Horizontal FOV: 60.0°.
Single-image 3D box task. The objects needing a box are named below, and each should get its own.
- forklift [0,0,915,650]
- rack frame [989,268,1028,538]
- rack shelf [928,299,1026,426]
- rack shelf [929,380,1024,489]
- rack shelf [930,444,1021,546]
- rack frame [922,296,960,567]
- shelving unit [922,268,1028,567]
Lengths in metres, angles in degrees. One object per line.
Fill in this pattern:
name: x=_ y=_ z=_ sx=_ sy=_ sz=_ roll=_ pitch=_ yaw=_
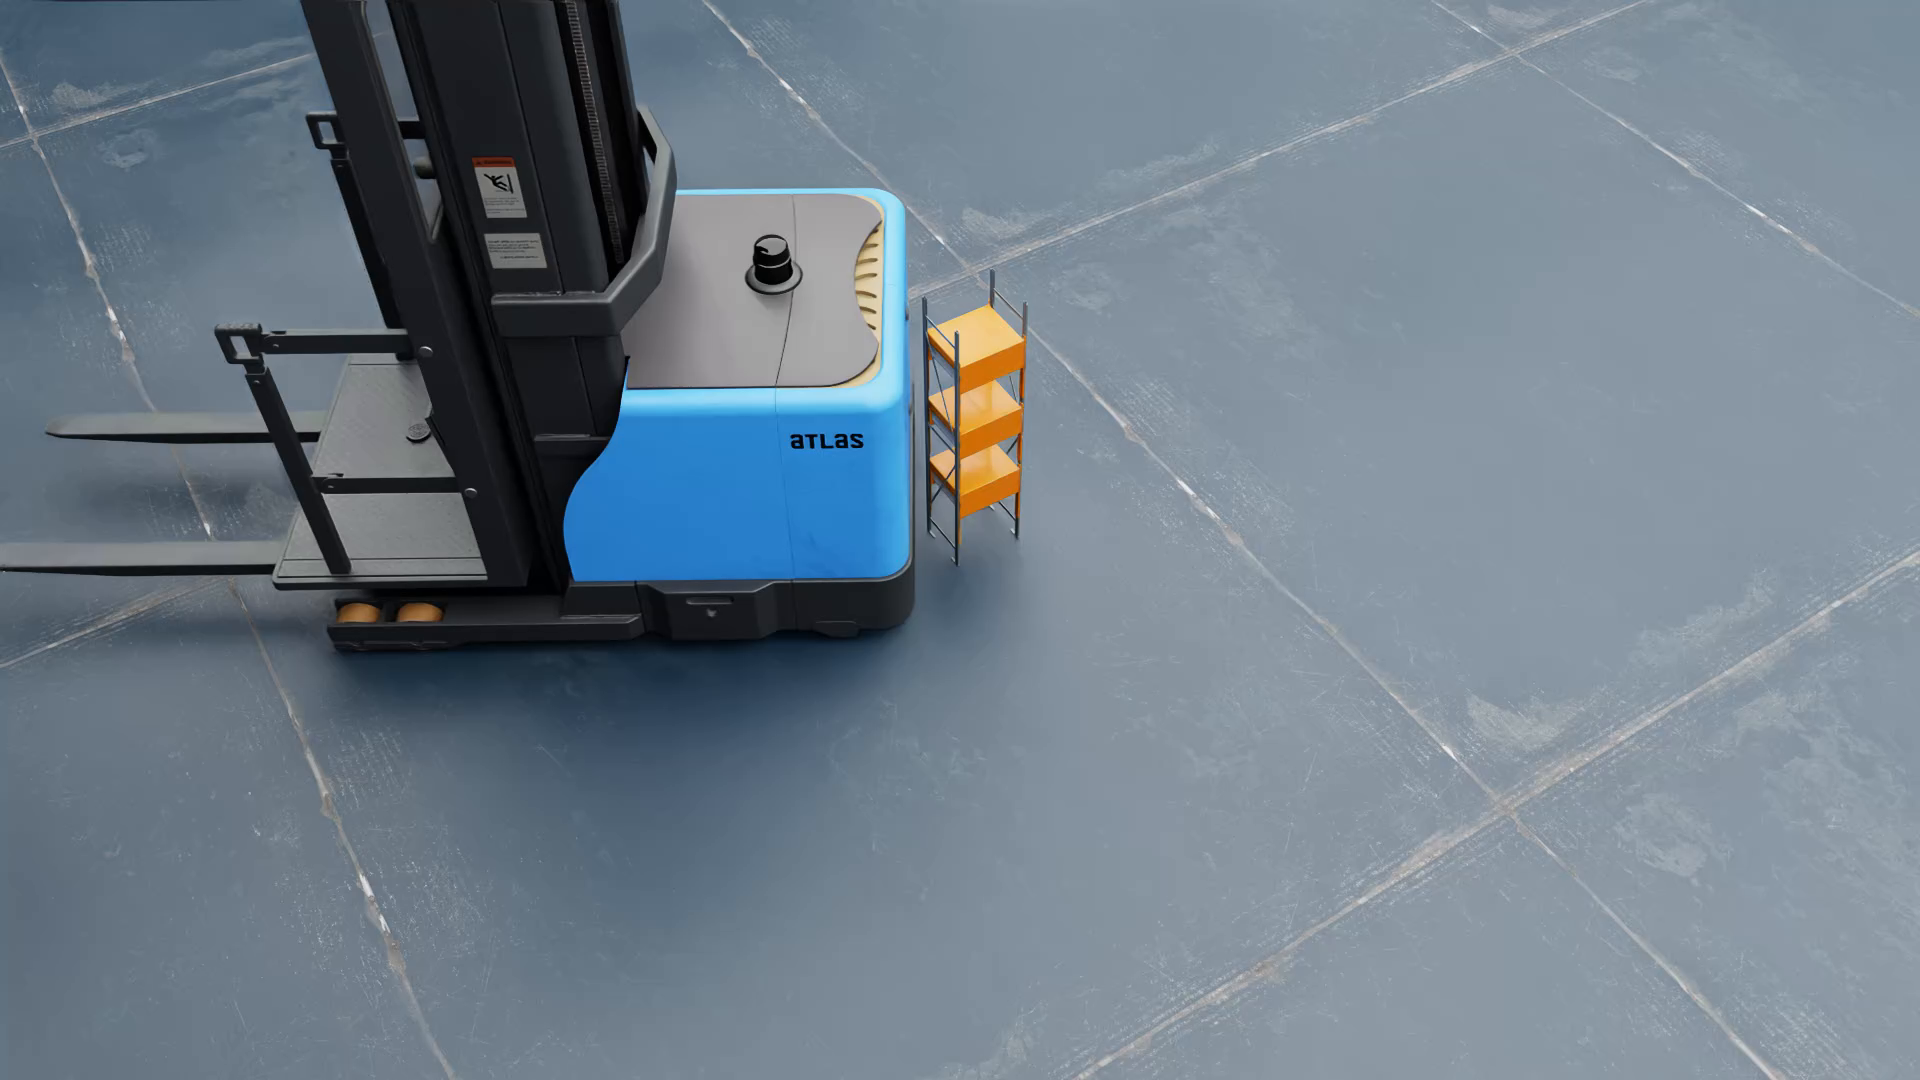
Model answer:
forklift: x=-1.672 y=-1.014 z=4.691 sx=3.031 sy=2.935 sz=1.130 roll=-1 pitch=48 yaw=-1
rack frame: x=0.148 y=-0.419 z=5.420 sx=0.008 sy=1.050 sz=0.200 roll=-25 pitch=53 yaw=-21
rack shelf: x=0.045 y=-0.552 z=5.173 sx=0.240 sy=0.259 sz=0.215 roll=-25 pitch=53 yaw=-21
rack shelf: x=0.045 y=-0.363 z=5.385 sx=0.240 sy=0.259 sz=0.215 roll=-25 pitch=53 yaw=-21
rack shelf: x=0.045 y=-0.179 z=5.592 sx=0.240 sy=0.259 sz=0.215 roll=-25 pitch=53 yaw=-21
rack frame: x=-0.058 y=-0.322 z=5.334 sx=0.008 sy=1.050 sz=0.200 roll=-25 pitch=53 yaw=-21
shelving unit: x=0.045 y=-0.370 z=5.377 sx=0.252 sy=1.050 sz=0.215 roll=-25 pitch=53 yaw=-21
